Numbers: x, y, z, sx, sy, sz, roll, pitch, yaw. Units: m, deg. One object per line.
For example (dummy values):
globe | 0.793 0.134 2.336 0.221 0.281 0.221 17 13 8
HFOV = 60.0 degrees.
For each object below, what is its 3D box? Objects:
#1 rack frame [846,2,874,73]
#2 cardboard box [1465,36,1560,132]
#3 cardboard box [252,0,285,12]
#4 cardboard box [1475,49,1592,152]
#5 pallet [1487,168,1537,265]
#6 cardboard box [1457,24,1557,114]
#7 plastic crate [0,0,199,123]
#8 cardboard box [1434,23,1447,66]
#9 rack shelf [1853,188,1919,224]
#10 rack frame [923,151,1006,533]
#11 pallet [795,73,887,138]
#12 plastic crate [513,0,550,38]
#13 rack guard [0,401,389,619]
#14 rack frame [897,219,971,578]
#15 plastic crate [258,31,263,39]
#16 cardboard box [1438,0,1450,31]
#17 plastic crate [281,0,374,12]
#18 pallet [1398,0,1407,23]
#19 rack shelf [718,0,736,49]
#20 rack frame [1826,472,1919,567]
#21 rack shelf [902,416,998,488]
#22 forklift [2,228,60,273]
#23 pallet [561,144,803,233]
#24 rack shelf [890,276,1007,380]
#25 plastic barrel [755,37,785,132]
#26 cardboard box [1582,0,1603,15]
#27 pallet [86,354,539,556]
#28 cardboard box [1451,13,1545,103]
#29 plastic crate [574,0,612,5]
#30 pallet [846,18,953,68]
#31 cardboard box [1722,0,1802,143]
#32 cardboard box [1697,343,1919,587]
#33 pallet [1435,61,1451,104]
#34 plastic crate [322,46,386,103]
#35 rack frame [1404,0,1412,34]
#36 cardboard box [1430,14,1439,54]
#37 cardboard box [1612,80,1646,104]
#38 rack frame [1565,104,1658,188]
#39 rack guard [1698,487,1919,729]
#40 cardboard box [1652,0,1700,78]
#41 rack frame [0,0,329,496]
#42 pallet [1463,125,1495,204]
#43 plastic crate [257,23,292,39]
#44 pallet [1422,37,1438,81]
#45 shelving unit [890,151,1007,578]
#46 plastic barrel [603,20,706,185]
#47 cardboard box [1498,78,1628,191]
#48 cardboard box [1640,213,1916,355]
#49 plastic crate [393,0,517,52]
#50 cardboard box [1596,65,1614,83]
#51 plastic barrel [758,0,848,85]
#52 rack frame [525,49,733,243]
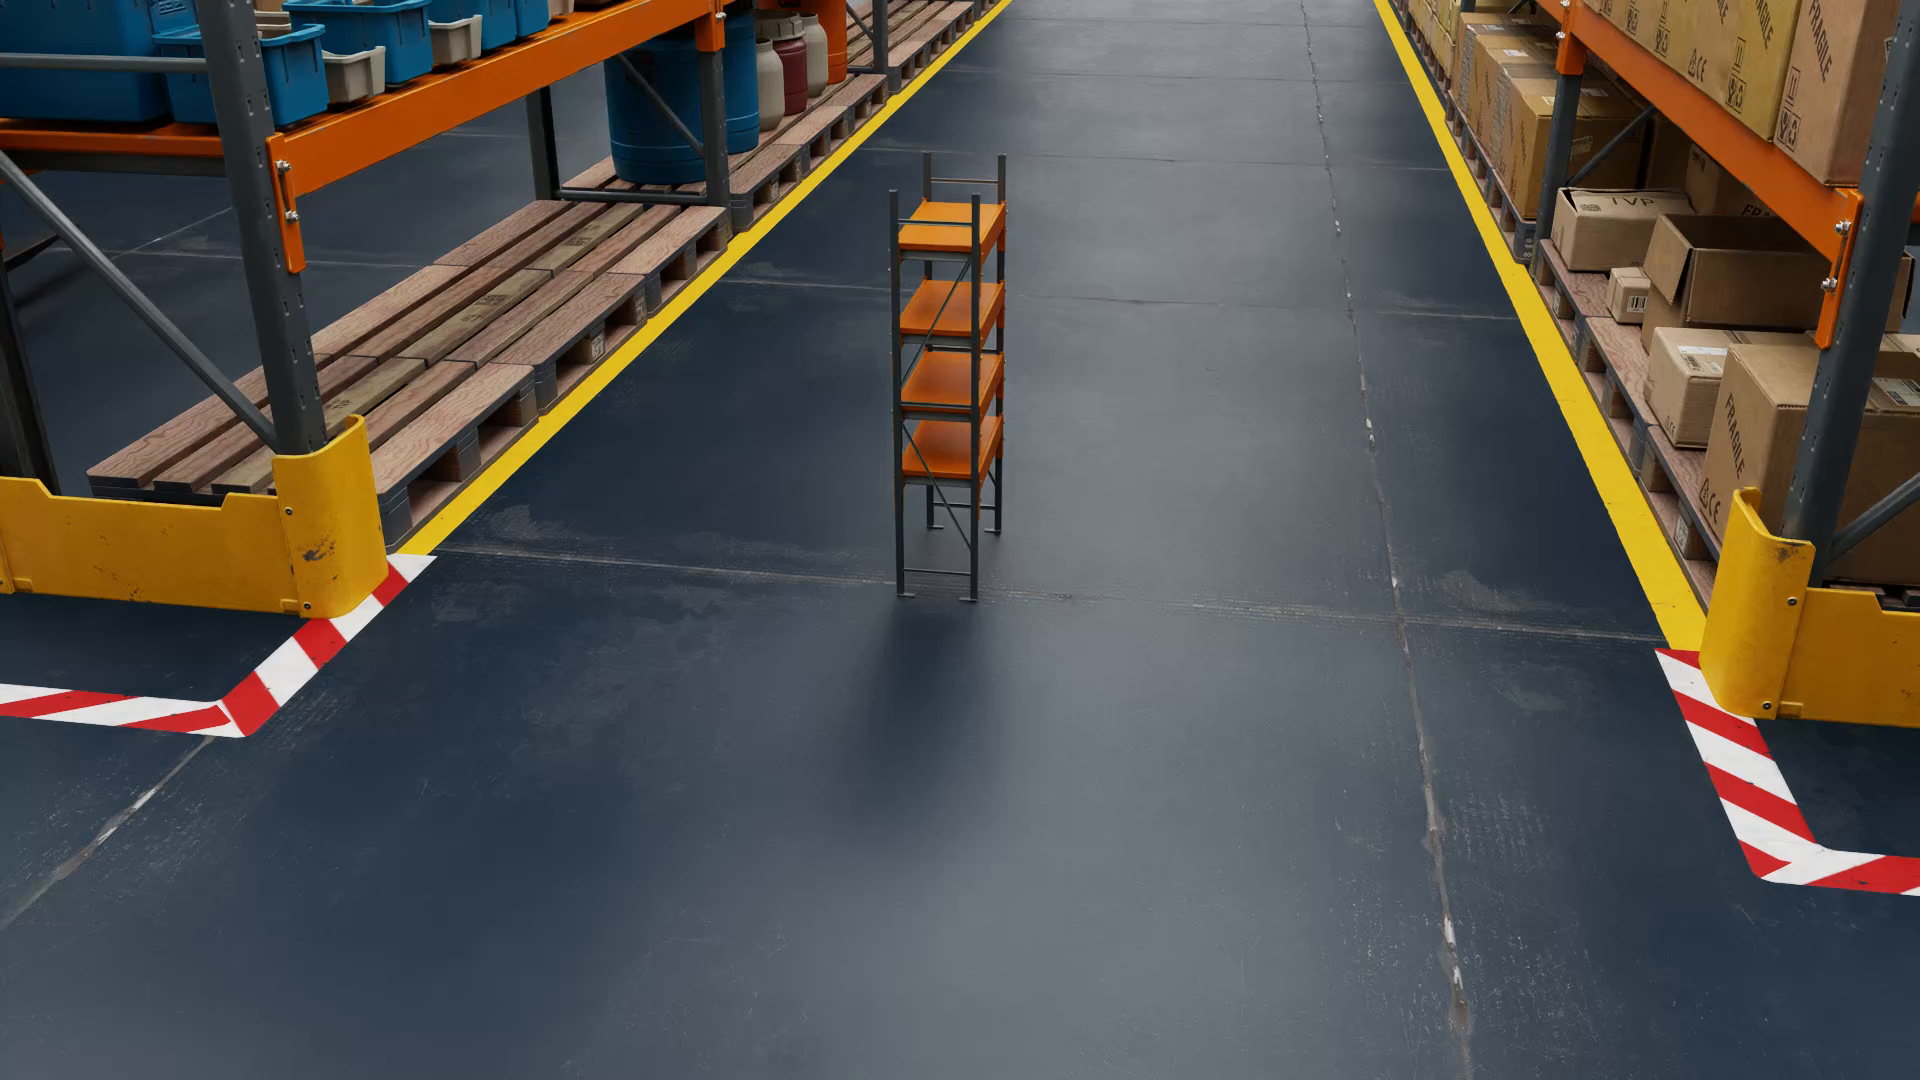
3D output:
rack frame | -1.023 -4.596 11.531 0.949 2.616 0.053 4 25 9
cardboard box | 3.829 -3.251 11.026 1.136 0.551 3.017 3 25 7
cardboard box | -5.817 -4.288 13.302 0.700 0.500 0.500 3 25 6
cardboard box | 3.263 -2.500 9.483 0.500 0.500 0.500 3 25 7
pallet | 3.308 -1.658 8.544 1.003 0.211 1.213 4 25 9
cardboard box | 3.430 -2.928 10.398 0.500 0.500 0.500 3 25 7
plastic crate | -2.457 -1.446 4.689 0.616 0.435 0.499 4 25 9
cardboard box | 3.792 -3.649 12.255 0.500 0.250 0.500 4 25 8
rack shelf | 2.886 -1.537 5.529 0.919 0.052 3.809 4 25 9
rack frame | 0.013 -0.576 5.066 0.240 1.200 0.015 4 25 9
pallet | -1.108 -3.000 11.411 1.003 0.211 1.213 4 25 9
plastic crate | -1.698 -1.958 6.022 0.416 0.233 0.300 4 25 9
rack guard | -2.318 -0.107 4.889 1.175 0.500 0.348 4 25 9
rack frame | -0.068 -0.372 4.630 0.228 1.046 0.006 4 25 9
plastic crate | -2.373 -1.511 5.181 0.396 0.136 0.243 4 25 9
cardboard box | 3.787 -3.904 12.139 0.500 0.311 0.500 4 25 8
plastic crate | -2.260 -1.875 5.958 0.298 0.136 0.250 4 25 9
pallet | 4.691 -4.991 15.664 1.003 0.211 1.213 4 25 9
rack shelf | -1.347 -3.434 9.896 1.077 0.370 4.000 4 25 9
rack frame | 2.562 -0.905 3.645 0.949 2.616 0.053 4 25 9
rack shelf | -0.027 -0.269 4.944 0.221 0.050 0.457 4 25 9
forklift | -4.572 -1.974 6.010 1.130 2.935 3.031 0 25 0
pallet | -1.506 -1.980 9.231 1.003 0.211 1.213 4 25 9
rack shelf | -0.027 -0.616 4.781 0.258 0.148 0.480 4 25 9
plastic barrel | -1.272 -2.739 10.003 0.421 0.512 0.421 0 25 0
cardboard box | 2.860 -2.429 6.784 0.500 0.500 0.500 5 25 10
pallet | -2.154 -0.329 5.705 1.003 0.211 1.213 4 25 9
cardboard box | 3.510 -3.148 10.866 0.500 0.500 0.500 5 26 11
plastic crate | -1.592 -2.339 6.962 0.437 0.125 0.590 4 25 9
pallet | -0.653 -4.163 13.895 1.003 0.211 1.213 4 25 9
cardboard box | 2.445 -1.374 4.529 0.500 0.500 0.500 4 25 9
cardboard box | 2.405 -0.217 4.605 0.500 0.500 0.500 4 25 9
pallet | 1.155 -3.956 10.150 6.198 3.011 5.144 4 25 9
plastic crate | -1.828 -1.367 4.872 0.250 0.136 0.298 4 25 9
rack frame | 4.520 -5.924 14.368 1.000 3.000 0.127 4 25 9
cardboard box | 3.877 -3.859 12.704 0.500 0.250 0.500 5 25 10
cardboard box | 3.608 -2.055 8.531 0.500 0.500 0.500 4 25 9
rack frame | 3.216 -2.578 7.220 0.949 2.616 0.053 4 25 9
rack guard | 2.571 0.195 4.244 1.175 0.500 0.348 4 25 9
cardboard box | 2.614 -1.793 5.425 0.500 0.500 0.500 4 25 8
rack frame | -2.327 -1.250 4.382 1.000 3.000 0.127 4 25 9
pallet | 3.505 -2.170 9.637 1.003 0.211 1.213 4 25 9
plastic crate | -2.311 -1.632 5.438 0.396 0.136 0.243 4 25 9
pallet | 4.241 -3.839 13.202 1.003 0.211 1.213 4 25 9
shelving unit | -0.027 -0.475 4.850 0.258 1.200 0.499 4 25 9
plastic barrel | -1.568 -2.389 8.796 0.600 0.901 0.708 4 25 9
cardboard box | 3.099 -2.078 8.581 0.500 0.500 0.500 4 25 9
cardboard box | 2.911 -0.861 5.977 0.797 0.503 0.637 4 25 9
plastic crate | -1.747 -1.833 5.754 0.416 0.233 0.300 4 25 9
cardboard box | 3.697 -2.263 8.976 0.500 0.500 0.500 4 25 9
plastic barrel | -1.083 -3.598 11.462 0.600 0.830 0.708 4 25 9
rack frame | -1.674 -2.923 7.957 1.000 3.000 0.127 4 25 9
